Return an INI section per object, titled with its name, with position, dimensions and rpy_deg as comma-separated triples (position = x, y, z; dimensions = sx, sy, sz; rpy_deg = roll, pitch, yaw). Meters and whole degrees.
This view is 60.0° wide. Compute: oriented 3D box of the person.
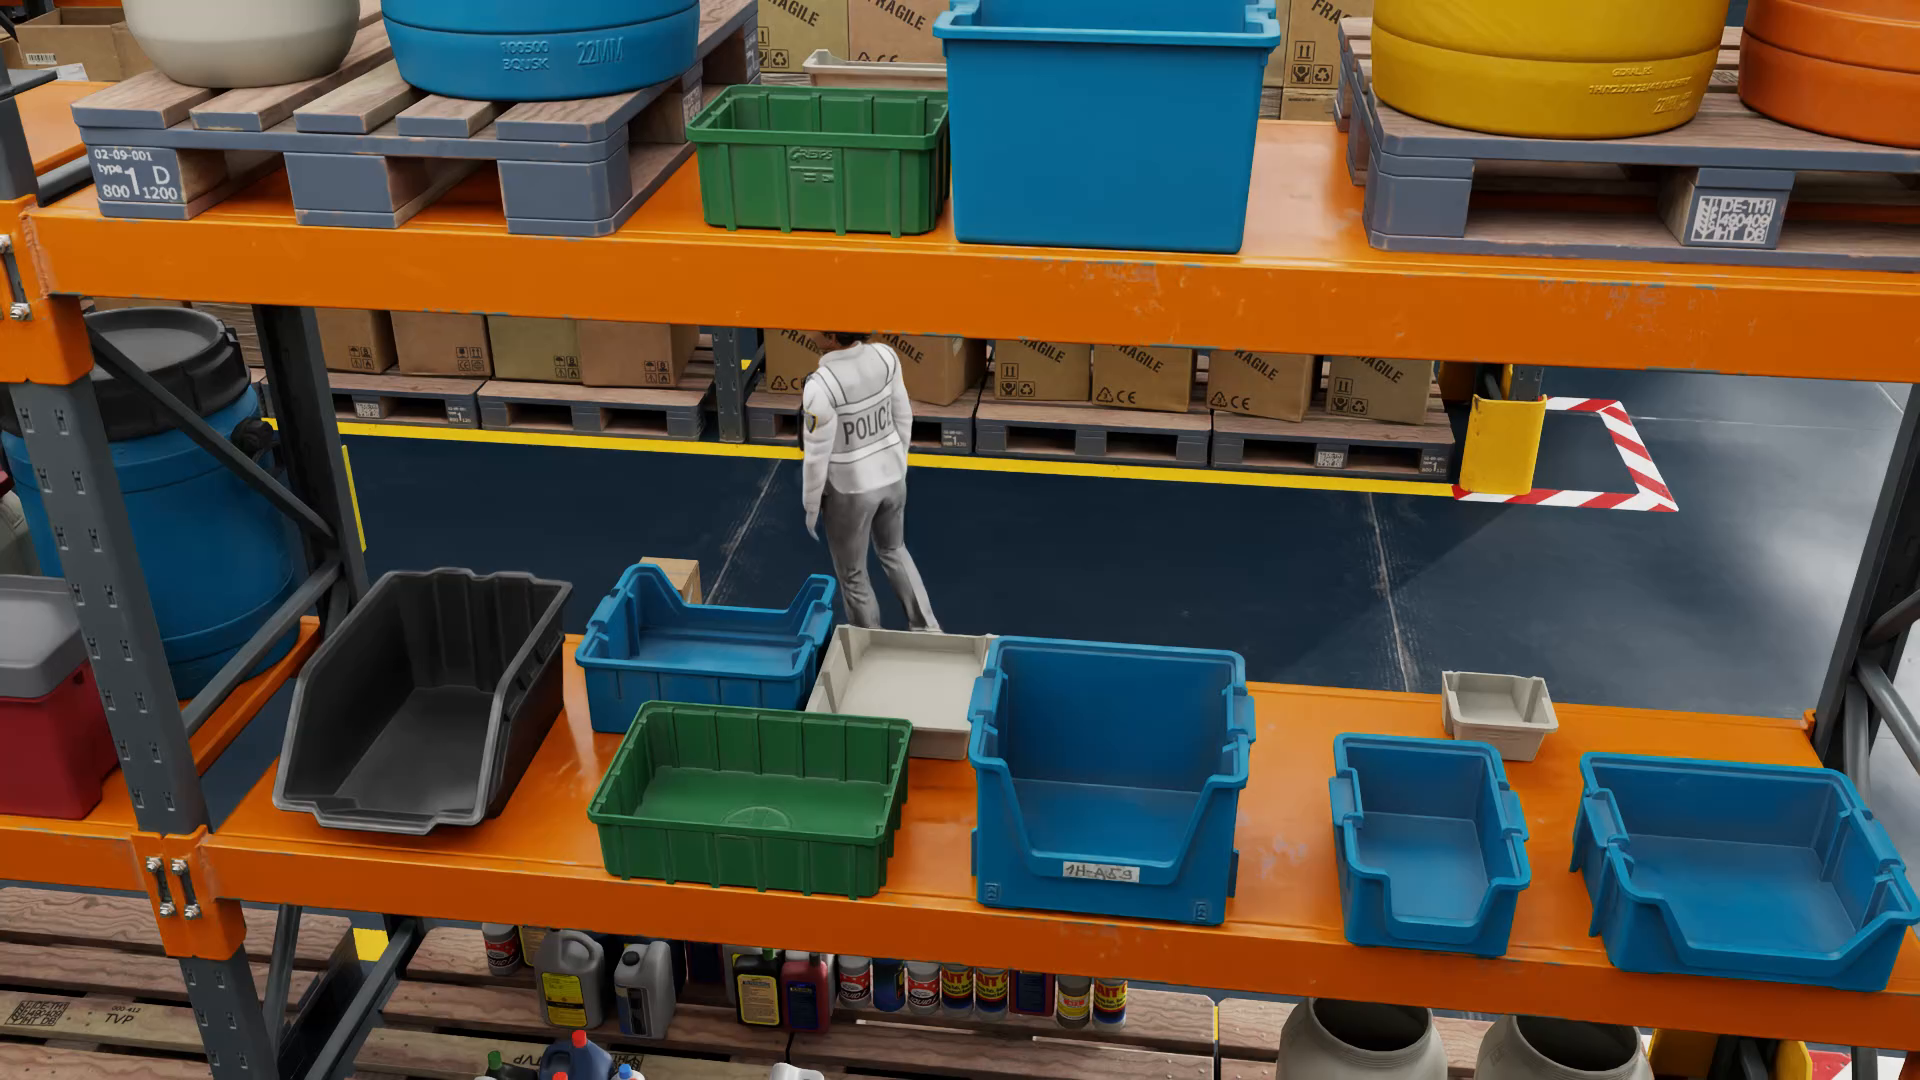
[person]
position = -0.328, -0.168, 6.403
dimensions = 0.539, 1.667, 0.516
rpy_deg = -24, 37, -37
